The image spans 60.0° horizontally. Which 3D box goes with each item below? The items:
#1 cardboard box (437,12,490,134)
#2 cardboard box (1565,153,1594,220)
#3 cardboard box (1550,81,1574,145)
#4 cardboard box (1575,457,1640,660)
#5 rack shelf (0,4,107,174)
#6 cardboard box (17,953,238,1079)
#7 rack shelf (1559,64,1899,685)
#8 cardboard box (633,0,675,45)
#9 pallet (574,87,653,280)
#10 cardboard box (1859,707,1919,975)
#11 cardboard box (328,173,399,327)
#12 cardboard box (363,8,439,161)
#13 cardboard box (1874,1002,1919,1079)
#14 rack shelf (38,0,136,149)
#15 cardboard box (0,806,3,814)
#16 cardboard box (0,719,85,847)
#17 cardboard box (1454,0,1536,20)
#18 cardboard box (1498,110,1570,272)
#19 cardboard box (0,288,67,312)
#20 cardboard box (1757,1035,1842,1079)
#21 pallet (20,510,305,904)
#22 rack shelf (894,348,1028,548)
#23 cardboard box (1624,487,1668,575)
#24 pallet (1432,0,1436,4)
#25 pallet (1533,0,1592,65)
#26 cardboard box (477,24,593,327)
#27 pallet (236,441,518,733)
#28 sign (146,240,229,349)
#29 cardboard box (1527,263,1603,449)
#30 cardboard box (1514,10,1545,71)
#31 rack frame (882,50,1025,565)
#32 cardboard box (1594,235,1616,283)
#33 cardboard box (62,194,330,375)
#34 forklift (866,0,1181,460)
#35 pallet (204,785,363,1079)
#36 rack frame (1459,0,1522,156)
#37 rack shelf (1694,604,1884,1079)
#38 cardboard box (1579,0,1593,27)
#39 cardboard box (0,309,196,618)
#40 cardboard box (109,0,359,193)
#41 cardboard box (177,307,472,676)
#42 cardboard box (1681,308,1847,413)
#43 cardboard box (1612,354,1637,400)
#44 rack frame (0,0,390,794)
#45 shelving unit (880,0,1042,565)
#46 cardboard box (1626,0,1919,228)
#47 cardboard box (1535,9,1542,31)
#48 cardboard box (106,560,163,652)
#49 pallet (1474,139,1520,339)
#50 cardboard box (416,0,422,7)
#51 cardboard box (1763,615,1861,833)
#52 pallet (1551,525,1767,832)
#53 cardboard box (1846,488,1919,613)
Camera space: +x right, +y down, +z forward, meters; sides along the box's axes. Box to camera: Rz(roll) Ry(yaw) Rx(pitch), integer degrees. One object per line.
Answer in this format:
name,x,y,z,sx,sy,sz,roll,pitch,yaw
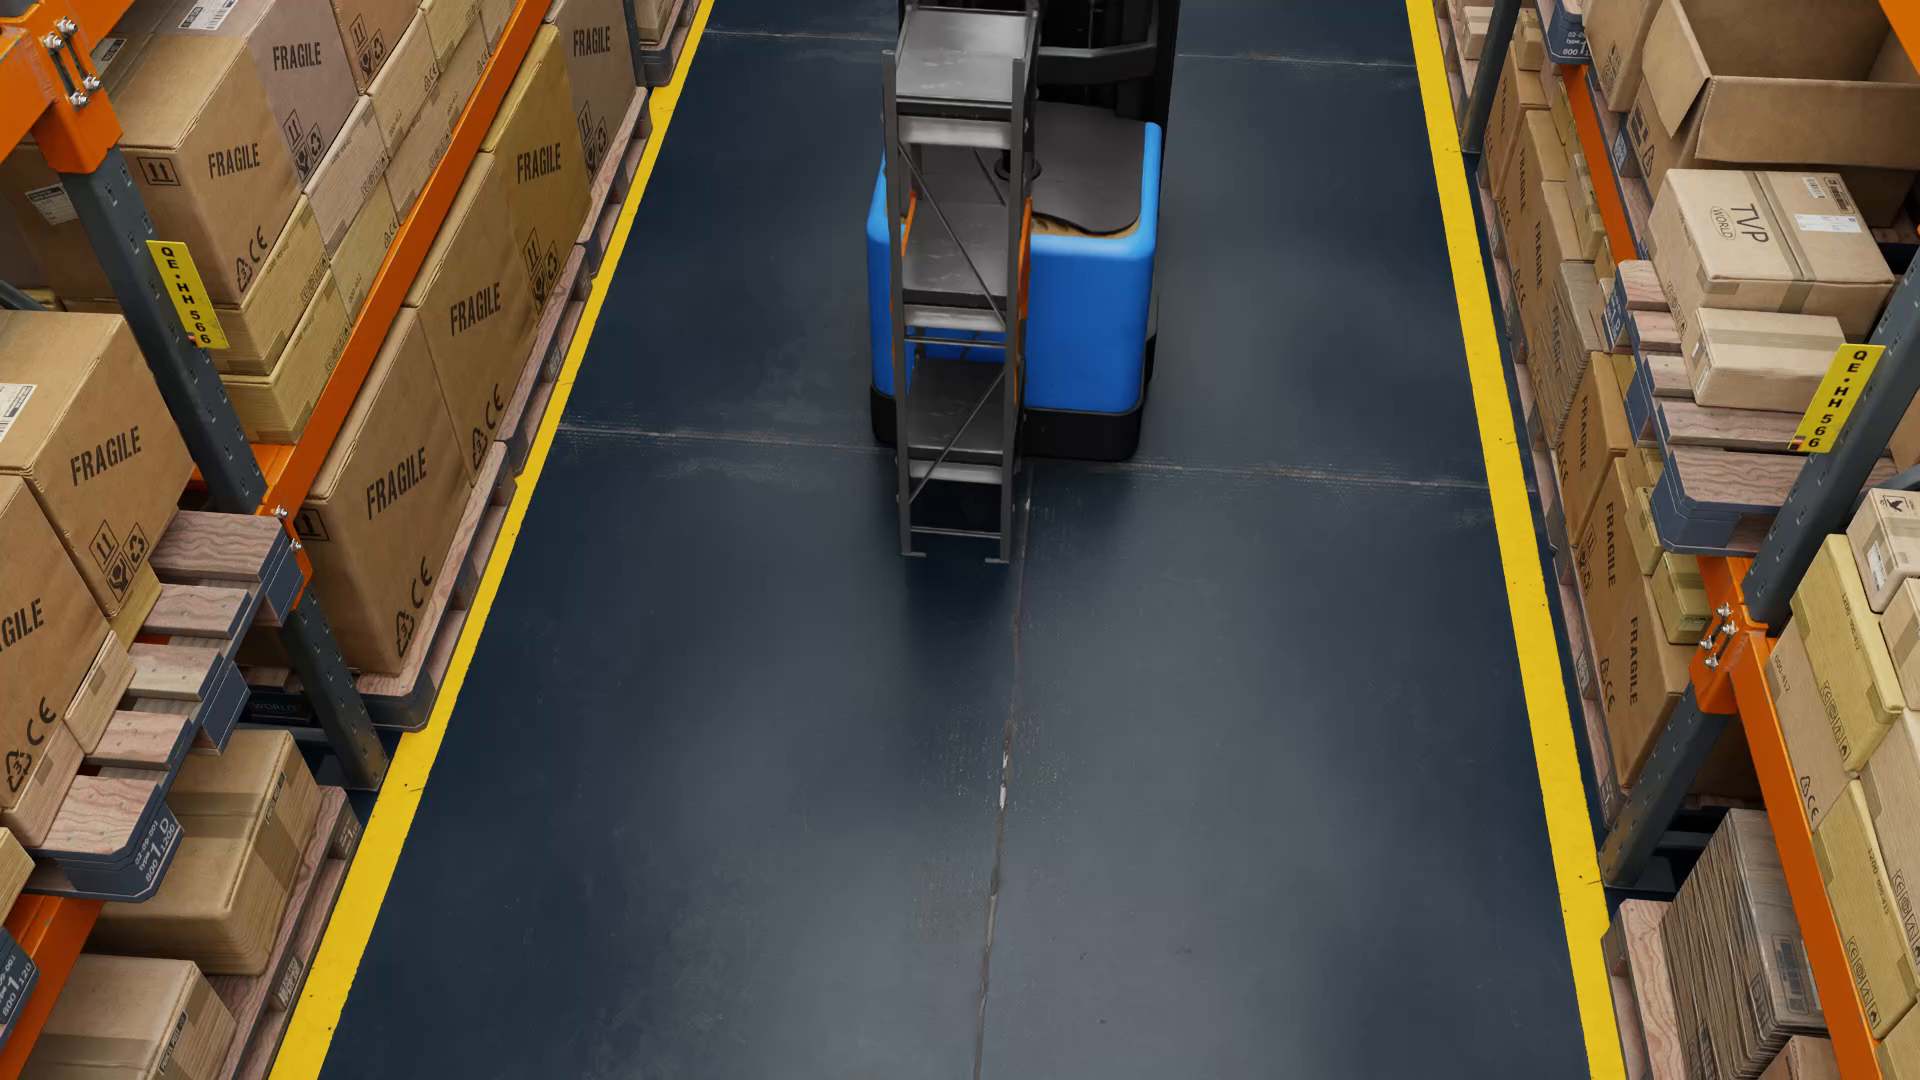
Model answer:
cardboard box,-1.992,-1.674,5.850,0.500,0.250,0.500,4,48,4
cardboard box,2.567,-1.354,6.425,0.380,0.149,0.250,4,48,3
cardboard box,2.639,-1.737,6.776,0.380,0.149,0.250,2,48,2
cardboard box,2.413,0.085,5.549,0.500,0.500,0.500,3,48,3
rack shelf,-2.594,0.444,2.265,1.077,0.370,4.000,4,48,4
cardboard box,-2.532,1.447,4.390,0.950,0.372,0.625,3,48,3
rack shelf,2.714,-1.151,5.758,1.077,0.370,4.000,4,48,4
cardboard box,-1.883,-2.926,8.345,0.875,0.438,0.875,3,48,3
pallet,-2.042,-1.682,7.645,1.003,0.211,1.213,4,48,4
cardboard box,2.202,0.635,3.399,0.500,0.250,0.500,5,48,5
cardboard box,-2.087,-0.926,5.166,0.500,0.250,0.500,3,48,2
cardboard box,-2.013,-1.475,5.329,0.500,0.250,0.500,4,48,3
cardboard box,2.158,1.184,3.236,0.500,0.250,0.500,2,48,2
rack shelf,-2.229,-2.495,4.954,1.077,0.370,4.000,4,48,4
cardboard box,-2.257,0.573,3.139,0.500,0.500,0.500,1,48,1
cardboard box,-2.168,0.519,3.629,0.380,0.149,0.250,2,48,2
cardboard box,2.687,-2.774,8.323,0.396,0.266,0.258,5,48,5
cardboard box,2.590,-1.430,6.934,0.500,0.500,0.500,3,48,3
cardboard box,-2.620,-0.747,4.663,0.500,0.250,0.500,4,48,3
cardboard box,2.410,1.673,4.012,0.875,0.625,0.625,5,48,5
pallet,-2.370,0.340,4.036,1.213,0.211,1.003,4,48,4
rack shelf,0.010,-0.336,6.101,0.431,0.518,0.480,5,48,4
cardboard box,2.319,-0.024,5.209,0.380,0.149,0.250,2,48,2
pallet,3.069,-3.326,9.149,1.003,0.211,1.213,4,48,4
pallet,2.715,-2.219,6.377,1.003,0.211,1.213,4,48,4
cardboard box,-2.098,-1.494,6.739,0.875,0.875,0.875,5,48,5
pallet,-2.264,0.111,6.005,1.003,0.211,1.213,4,48,4
sign,-1.870,-0.590,4.026,0.100,0.325,0.005,4,48,4
cardboard box,2.486,-0.683,6.251,0.500,0.500,0.500,2,48,2
cardboard box,2.599,-2.135,7.140,0.380,0.149,0.250,6,48,5
rack frame,-0.017,-0.640,5.411,0.400,2.100,0.015,5,48,4
cardboard box,2.547,-0.971,6.075,0.380,0.149,0.250,4,48,4
cardboard box,-2.119,-0.729,4.647,0.500,0.250,0.500,4,48,3
forklift,0.332,-2.393,6.453,1.130,2.935,3.031,5,48,4
pallet,-2.484,1.260,4.955,1.003,0.211,1.213,4,48,4
rack frame,2.897,-2.864,6.837,1.000,3.000,0.127,4,48,4
rack shelf,2.350,1.788,3.069,1.077,0.370,4.000,4,48,4
cardboard box,2.388,-1.965,5.821,0.396,0.266,0.258,6,48,5
cardboard box,-2.176,-0.179,3.827,0.500,0.500,0.500,3,48,2
cardboard box,-2.087,-1.338,4.696,0.500,0.500,0.500,4,48,4
cardboard box,-2.266,-0.182,5.539,0.875,0.875,0.875,3,48,3
cardboard box,2.210,-0.490,4.551,0.380,0.149,0.250,5,48,4
cardboard box,2.478,-0.589,5.726,0.380,0.149,0.250,3,48,3
rack frame,-2.411,-0.256,4.451,1.000,3.000,0.127,4,48,4
shelving unit,0.010,-0.819,5.575,0.431,2.100,0.503,5,48,4
cardboard box,2.497,-1.313,5.064,0.797,0.503,0.637,3,48,3
cardboard box,2.659,-2.232,7.026,0.380,0.149,0.250,3,48,3
cardboard box,-2.159,0.146,3.969,0.380,0.149,0.250,5,48,4
pallet,2.860,-1.322,7.317,1.003,0.211,1.213,4,48,4
cardboard box,-1.975,-2.088,5.381,0.500,0.500,0.500,5,48,4
cardboard box,2.248,0.436,3.920,0.500,0.250,0.500,4,48,4
pallet,2.638,0.470,5.677,1.003,0.211,1.213,4,48,4
cardboard box,2.210,0.037,3.676,0.380,0.149,0.250,5,48,5
